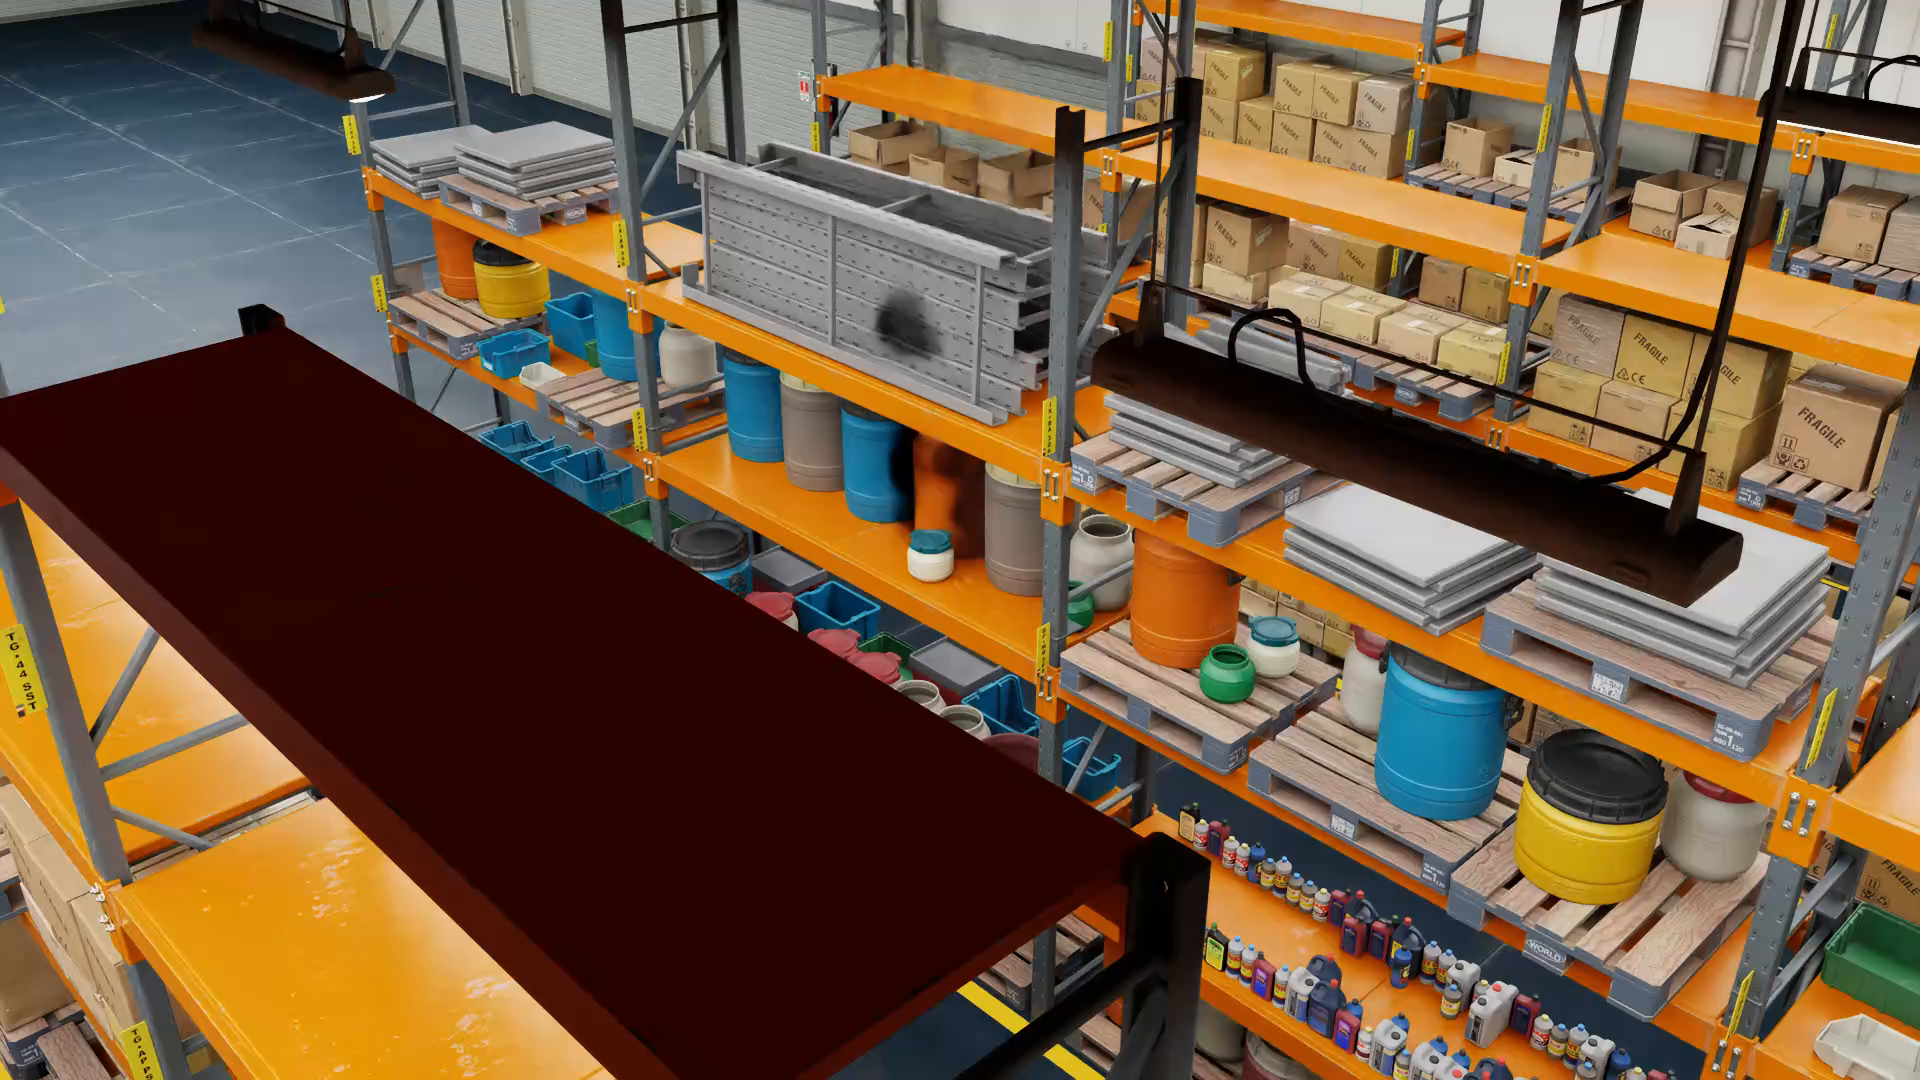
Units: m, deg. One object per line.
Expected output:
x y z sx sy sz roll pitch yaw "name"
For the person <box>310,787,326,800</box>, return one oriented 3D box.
-4.717 1.475 12.382 0.580 1.619 0.576 19 33 31 "person"
